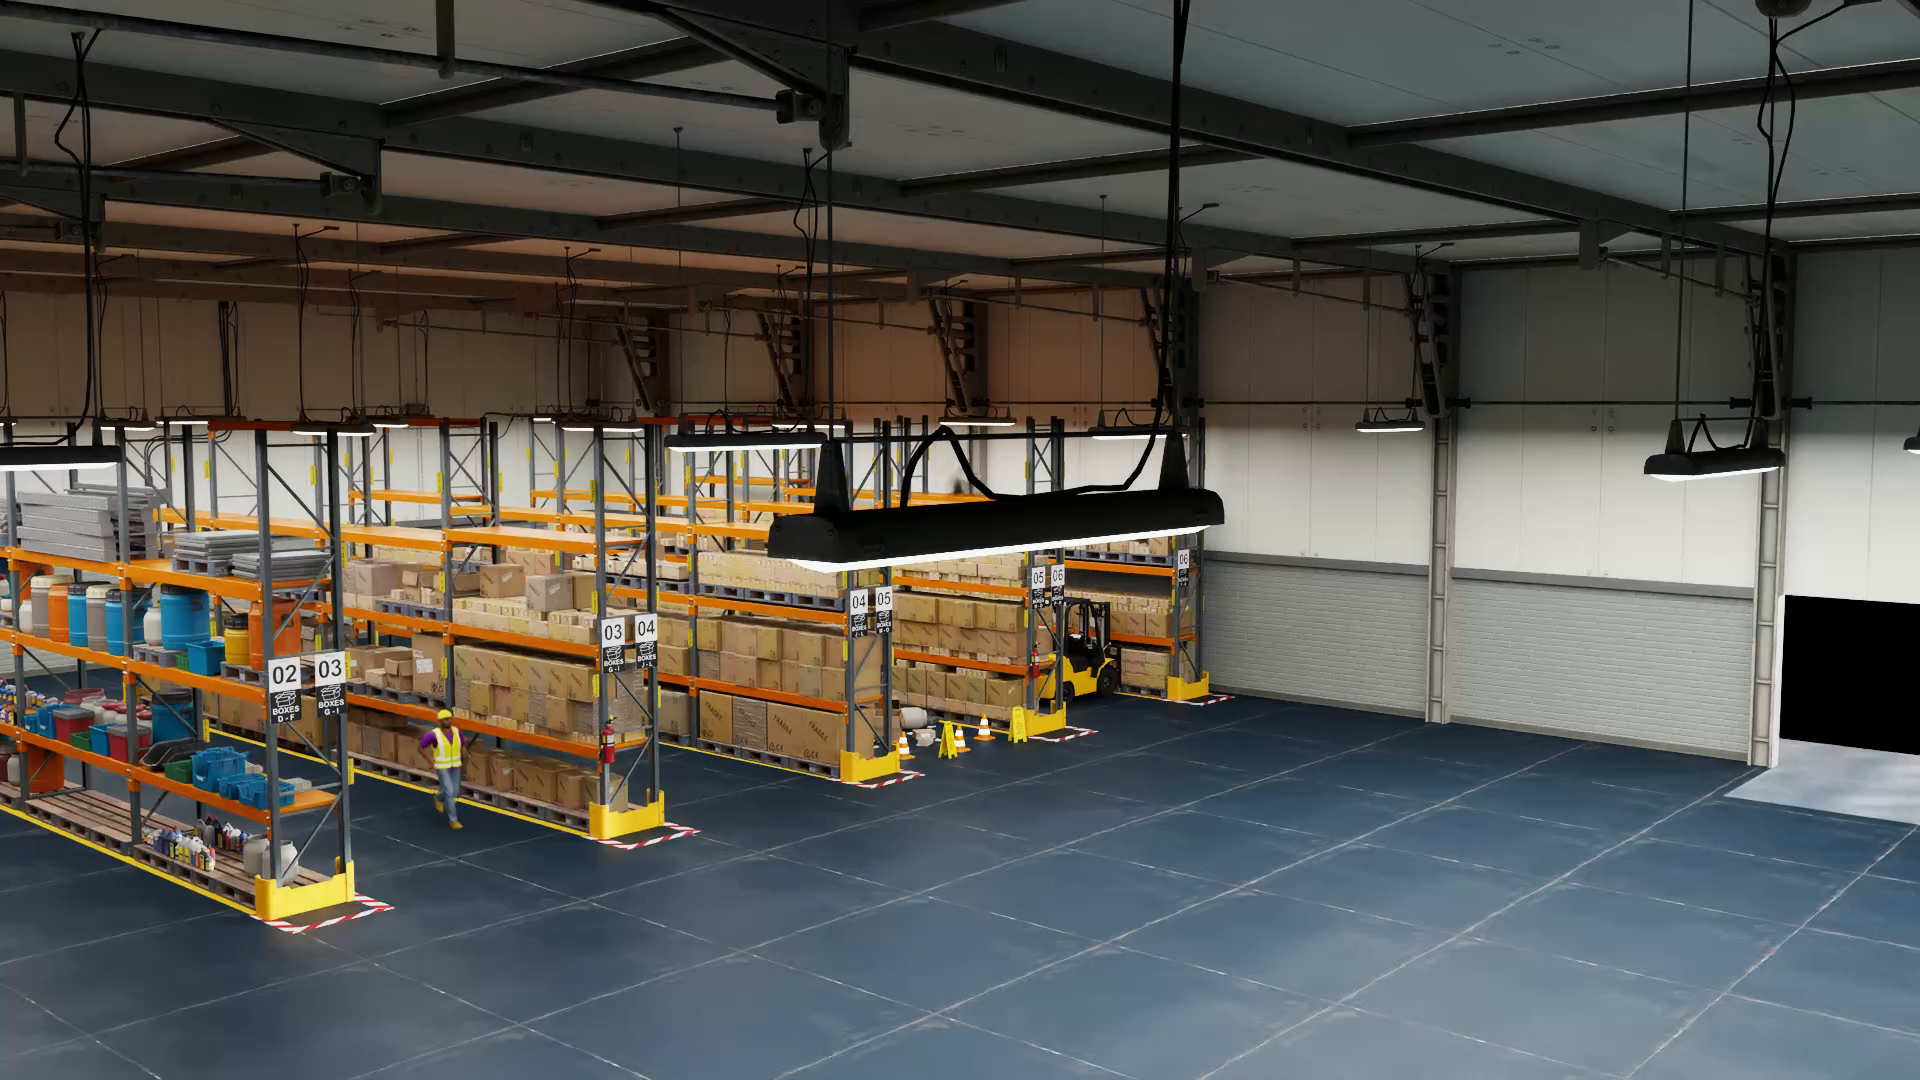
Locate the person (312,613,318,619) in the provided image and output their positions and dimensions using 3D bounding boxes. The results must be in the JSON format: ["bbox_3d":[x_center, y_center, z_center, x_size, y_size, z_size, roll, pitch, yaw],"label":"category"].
[{"bbox_3d":[-14.250,2.449,36.810,0.703,1.733,0.629,5,7,45],"label":"person"}]

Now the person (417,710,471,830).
[{"bbox_3d":[-7.694,3.405,24.857,0.867,1.757,0.700,4,6,43],"label":"person"}]
